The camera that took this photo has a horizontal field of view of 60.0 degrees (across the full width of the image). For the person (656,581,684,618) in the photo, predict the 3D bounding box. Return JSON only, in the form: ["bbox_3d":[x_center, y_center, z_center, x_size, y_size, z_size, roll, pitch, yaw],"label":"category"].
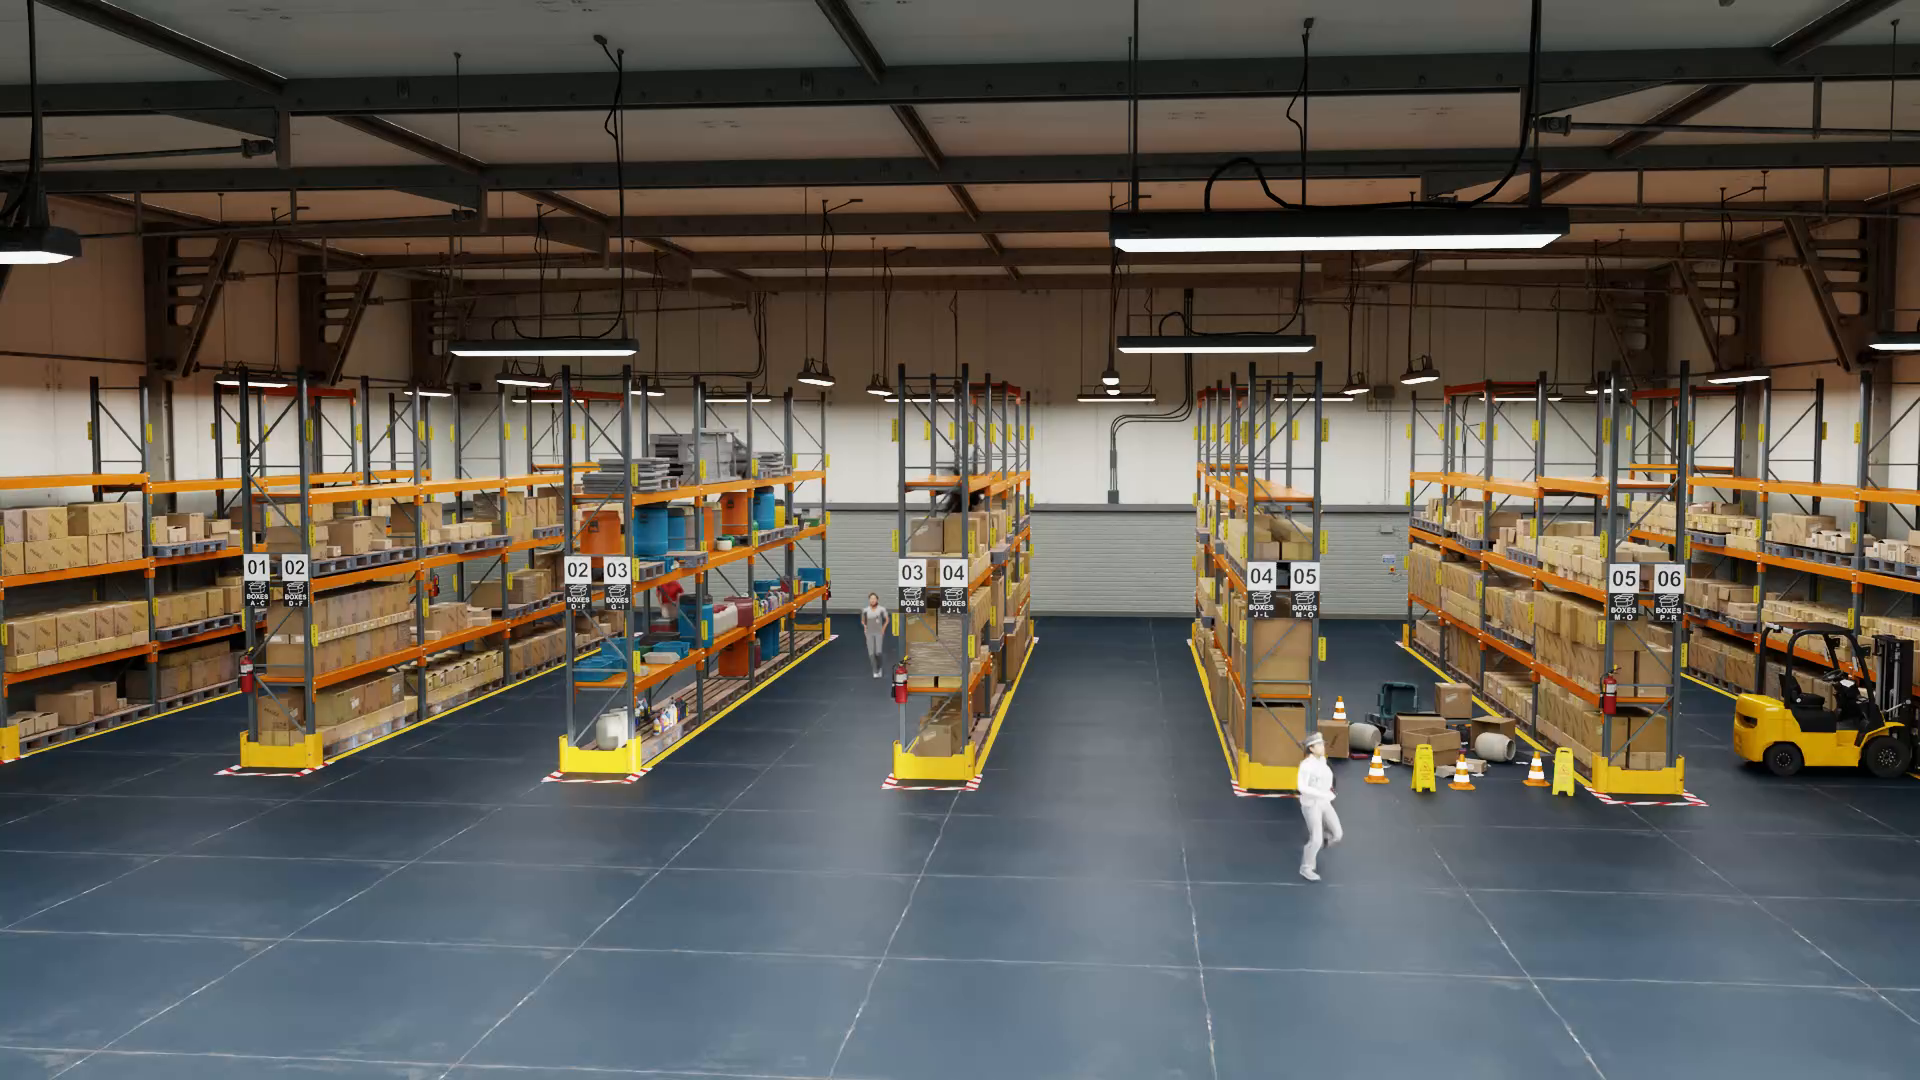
[{"bbox_3d":[-6.925,1.616,39.742,0.669,1.704,1.012,0,4,0],"label":"person"}]

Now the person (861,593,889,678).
[{"bbox_3d":[-1.646,1.847,31.975,0.539,1.648,0.528,0,4,4],"label":"person"}]

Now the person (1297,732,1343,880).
[{"bbox_3d":[4.029,2.974,18.601,0.668,1.668,0.526,-4,5,-44],"label":"person"}]
